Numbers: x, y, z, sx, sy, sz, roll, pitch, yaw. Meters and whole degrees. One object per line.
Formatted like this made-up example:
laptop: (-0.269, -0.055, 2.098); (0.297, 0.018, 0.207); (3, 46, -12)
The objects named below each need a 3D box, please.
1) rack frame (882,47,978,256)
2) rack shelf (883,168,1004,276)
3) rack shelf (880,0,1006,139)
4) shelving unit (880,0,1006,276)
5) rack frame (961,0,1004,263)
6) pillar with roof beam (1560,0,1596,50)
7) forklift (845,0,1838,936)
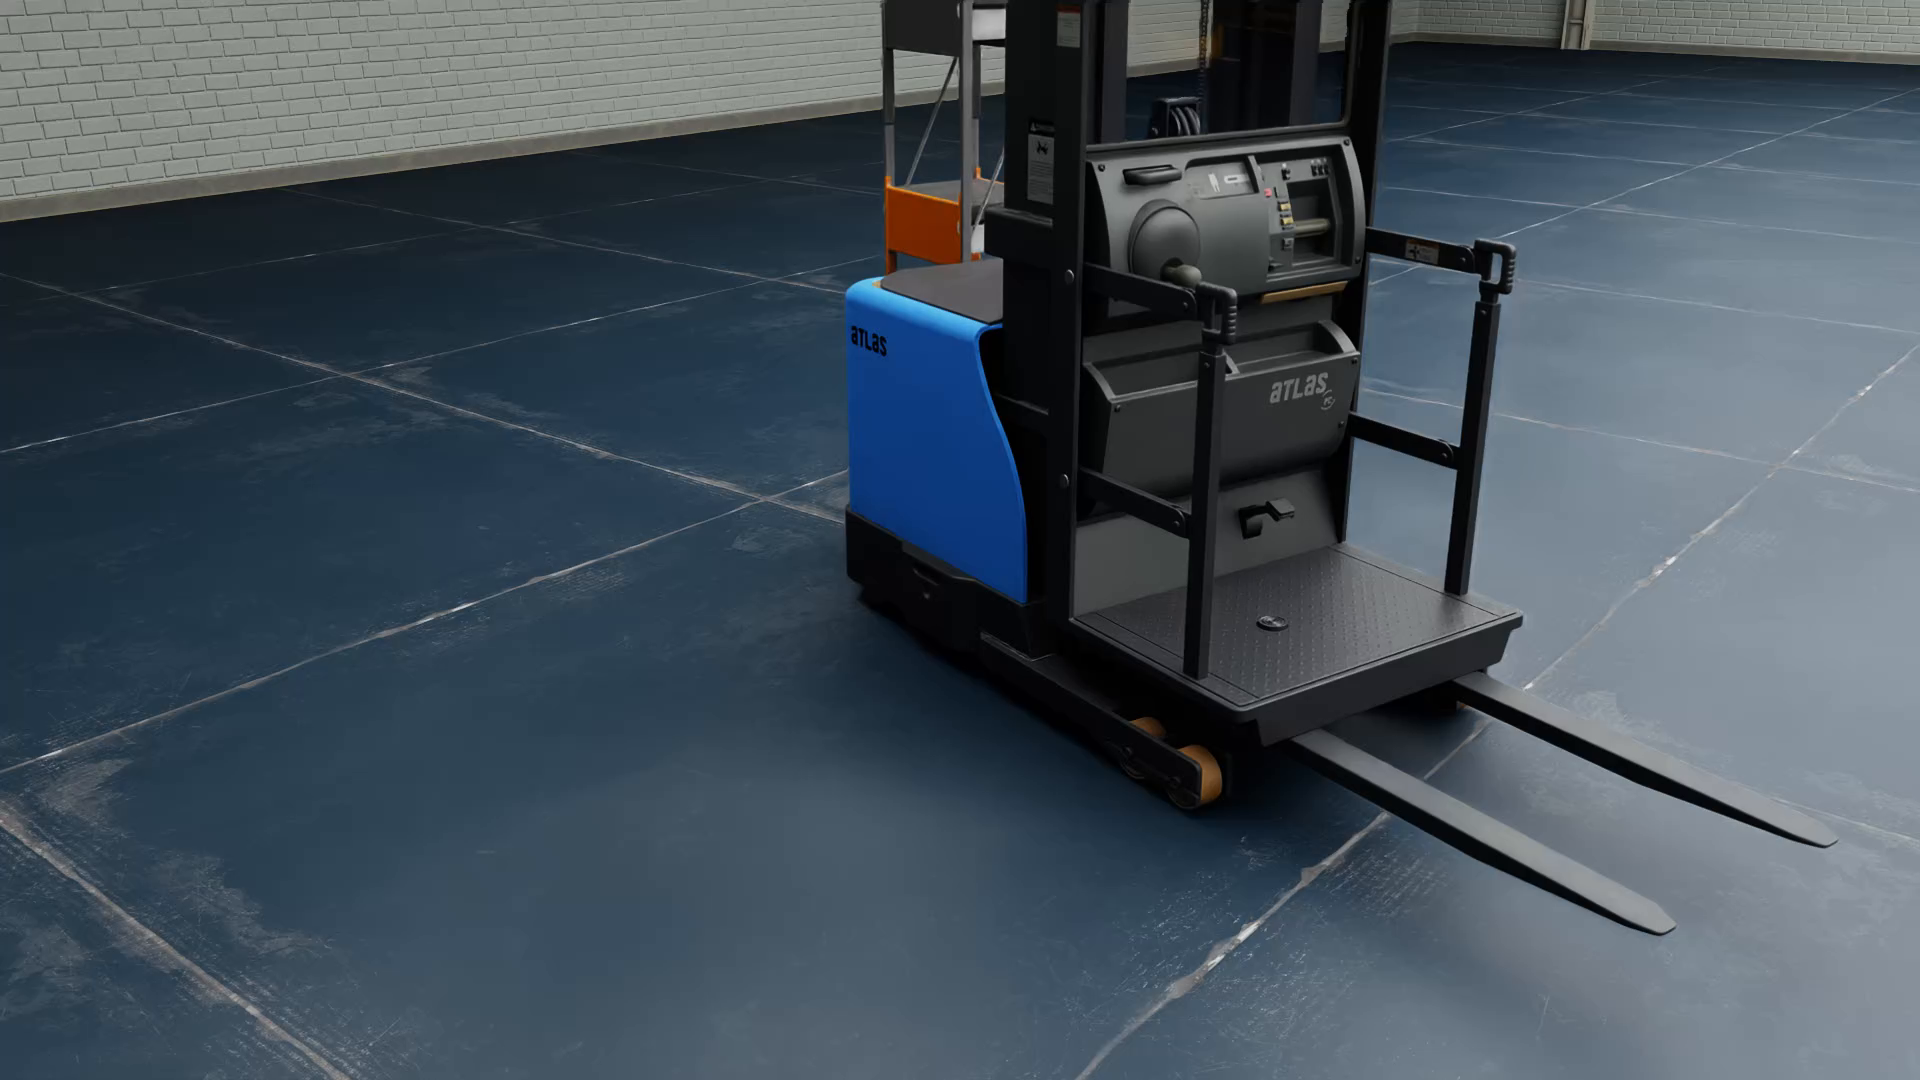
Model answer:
rack frame: (-0.102, -1.109, 6.133); (0.400, 2.100, 0.015); (-13, 24, -32)
rack shelf: (0.035, -1.025, 5.948); (0.431, 0.518, 0.480); (-13, 24, -32)
rack shelf: (0.035, -1.680, 5.702); (0.431, 0.518, 0.480); (-13, 24, -32)
shelving unit: (0.035, -1.038, 5.944); (0.431, 2.100, 0.503); (-13, 24, -32)
rack frame: (0.172, -0.966, 5.755); (0.400, 2.100, 0.015); (-13, 24, -32)
pillar with roof beam: (7.781, -11.417, 23.691); (0.400, 9.000, 9.100); (16, 26, 36)
forklift: (0.858, -0.864, 4.306); (1.130, 2.935, 3.031); (-13, 25, -32)
